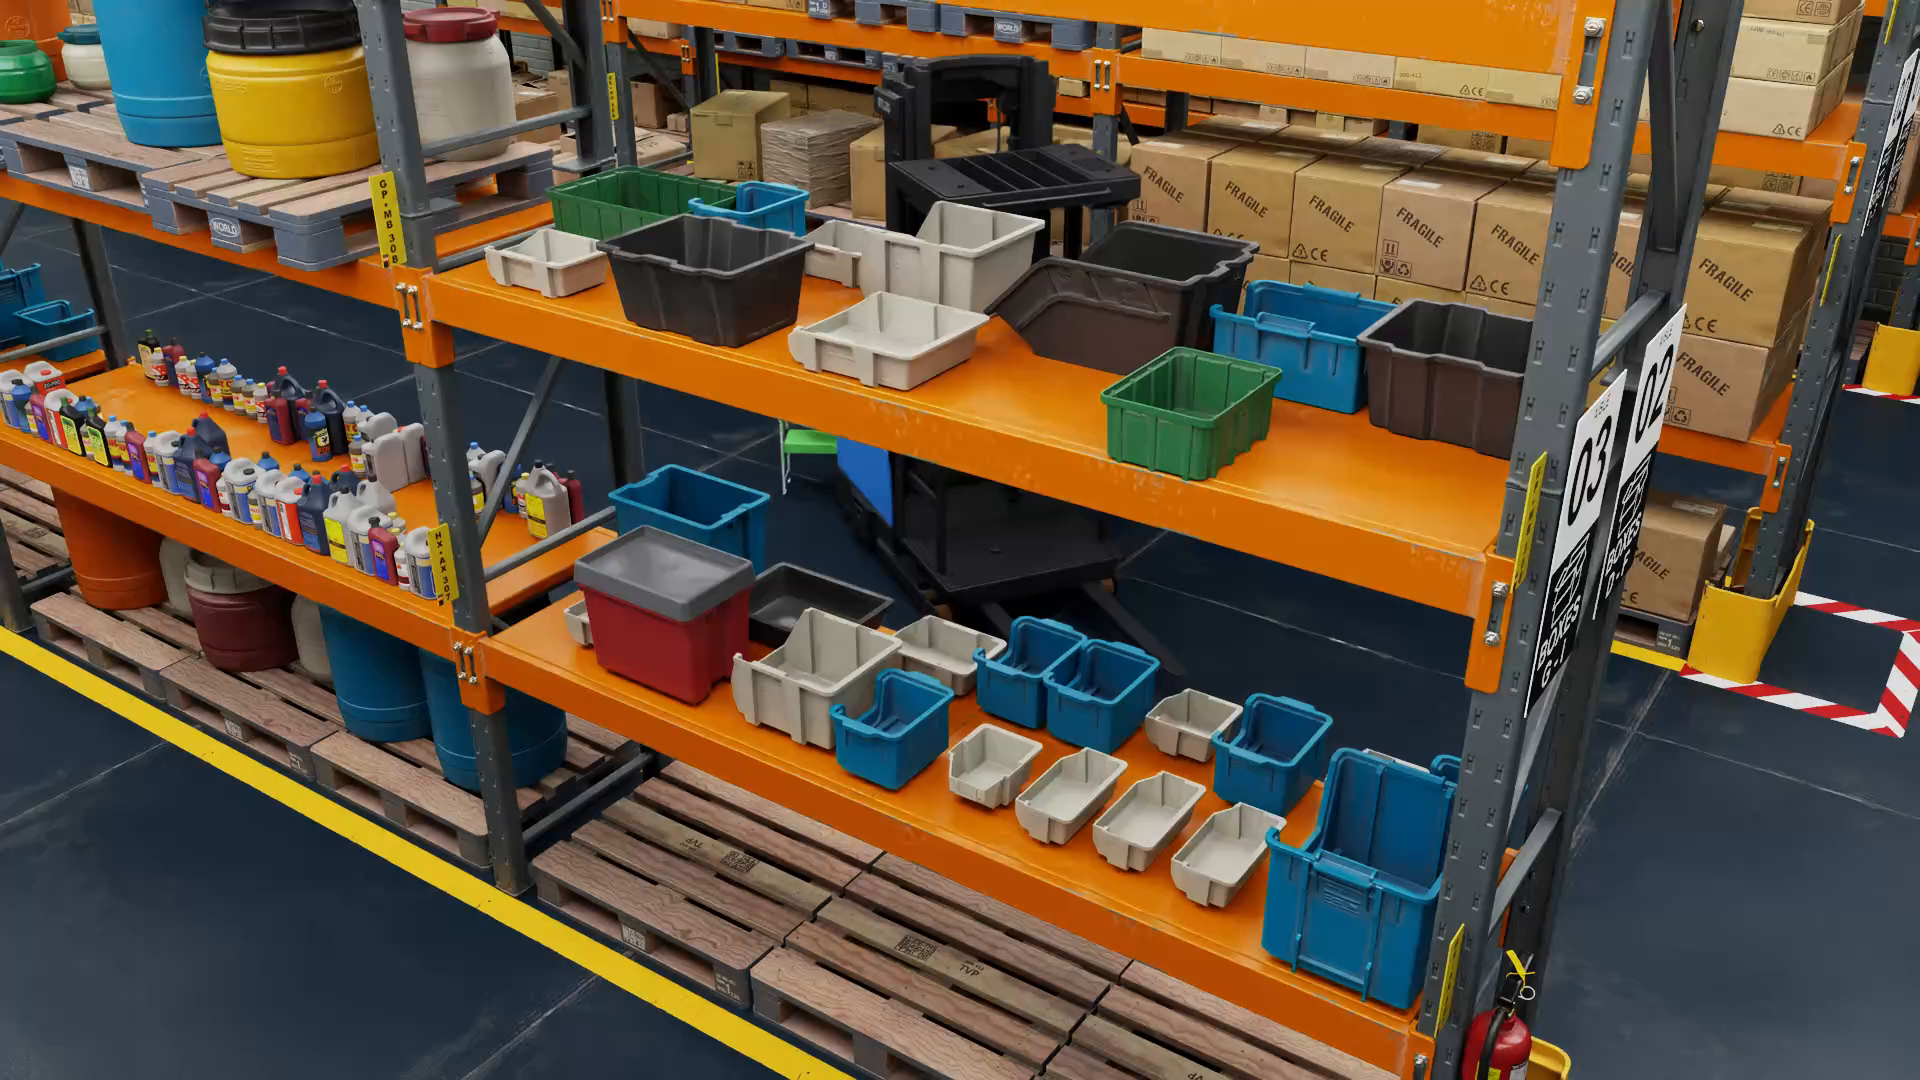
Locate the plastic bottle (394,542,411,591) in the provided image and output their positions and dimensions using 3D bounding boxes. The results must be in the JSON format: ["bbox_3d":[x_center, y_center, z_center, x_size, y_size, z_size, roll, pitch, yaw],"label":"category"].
[{"bbox_3d":[-2.310,0.104,6.958,0.097,0.201,0.097,0,27,0],"label":"plastic bottle"}]

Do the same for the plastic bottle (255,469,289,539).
[{"bbox_3d":[-3.027,-0.168,7.409,0.135,0.276,0.152,17,32,30],"label":"plastic bottle"}]

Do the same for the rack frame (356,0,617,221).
[{"bbox_3d":[-1.691,-2.658,5.552,0.127,3.000,1.000,17,32,30],"label":"rack frame"}]

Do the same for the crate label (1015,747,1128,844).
[{"bbox_3d":[0.357,0.849,5.499,0.243,0.136,0.396,17,32,30],"label":"crate label"}]

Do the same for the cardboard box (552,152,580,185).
[{"bbox_3d":[-3.078,-2.878,12.876,0.250,0.149,0.380,17,32,30],"label":"cardboard box"}]

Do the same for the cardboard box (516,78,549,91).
[{"bbox_3d":[-4.984,-5.410,20.053,0.500,0.311,0.500,20,33,34],"label":"cardboard box"}]

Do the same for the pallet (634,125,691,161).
[{"bbox_3d":[-3.250,-4.659,19.173,1.213,0.211,1.003,17,32,30],"label":"pallet"}]

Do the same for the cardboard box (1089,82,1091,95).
[{"bbox_3d":[1.412,-4.255,15.559,0.250,0.149,0.380,17,32,30],"label":"cardboard box"}]

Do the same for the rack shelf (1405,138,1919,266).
[{"bbox_3d":[5.567,-2.854,13.345,4.000,0.370,1.077,17,32,30],"label":"rack shelf"}]

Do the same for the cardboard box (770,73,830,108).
[{"bbox_3d":[-1.695,-4.865,17.946,0.500,0.250,0.500,17,31,29],"label":"cardboard box"}]

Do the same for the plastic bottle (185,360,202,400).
[{"bbox_3d":[-4.058,-0.858,8.848,0.097,0.201,0.097,0,27,0],"label":"plastic bottle"}]

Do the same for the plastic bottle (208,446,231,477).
[{"bbox_3d":[-3.405,-0.302,7.678,0.097,0.271,0.097,0,27,0],"label":"plastic bottle"}]

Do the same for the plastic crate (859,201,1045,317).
[{"bbox_3d":[-0.046,-0.926,5.586,0.530,0.282,0.437,17,32,30],"label":"plastic crate"}]

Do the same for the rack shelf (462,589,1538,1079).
[{"bbox_3d":[-0.043,0.849,6.067,4.000,0.370,1.077,17,32,30],"label":"rack shelf"}]

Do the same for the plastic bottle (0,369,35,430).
[{"bbox_3d":[-4.815,-0.725,8.503,0.135,0.276,0.152,17,32,30],"label":"plastic bottle"}]

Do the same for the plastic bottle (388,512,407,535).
[{"bbox_3d":[-2.445,-0.022,7.205,0.097,0.201,0.097,0,27,0],"label":"plastic bottle"}]

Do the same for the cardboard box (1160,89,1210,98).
[{"bbox_3d":[2.145,-4.285,14.902,0.500,0.500,0.500,18,32,32],"label":"cardboard box"}]

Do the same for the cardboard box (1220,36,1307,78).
[{"bbox_3d":[1.787,-2.758,9.221,0.500,0.250,0.500,17,32,30],"label":"cardboard box"}]

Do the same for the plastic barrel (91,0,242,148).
[{"bbox_3d":[-3.185,-2.113,6.772,0.708,0.901,0.600,17,32,30],"label":"plastic barrel"}]

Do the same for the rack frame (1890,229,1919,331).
[{"bbox_3d":[7.215,-2.661,12.172,0.127,3.000,1.000,17,32,30],"label":"rack frame"}]

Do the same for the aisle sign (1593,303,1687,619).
[{"bbox_3d":[1.834,-0.209,4.487,0.004,0.787,0.394,17,32,30],"label":"aisle sign"}]

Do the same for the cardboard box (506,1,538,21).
[{"bbox_3d":[-4.898,-6.207,19.283,0.500,0.250,0.500,17,31,30],"label":"cardboard box"}]

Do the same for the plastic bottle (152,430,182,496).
[{"bbox_3d":[-3.671,-0.369,7.804,0.135,0.276,0.152,17,32,30],"label":"plastic bottle"}]

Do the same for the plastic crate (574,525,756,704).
[{"bbox_3d":[-1.097,0.283,6.250,0.583,0.464,0.402,17,32,30],"label":"plastic crate"}]

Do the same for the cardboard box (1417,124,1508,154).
[{"bbox_3d":[4.356,-3.677,13.837,0.700,0.700,0.980,18,32,31],"label":"cardboard box"}]

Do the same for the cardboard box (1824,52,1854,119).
[{"bbox_3d":[4.134,-2.305,8.331,0.500,0.250,0.500,17,32,30],"label":"cardboard box"}]

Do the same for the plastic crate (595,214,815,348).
[{"bbox_3d":[-0.822,-0.842,5.434,0.590,0.269,0.497,17,32,30],"label":"plastic crate"}]

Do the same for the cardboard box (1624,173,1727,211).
[{"bbox_3d":[3.762,-1.643,8.958,0.500,0.500,0.500,18,32,31],"label":"cardboard box"}]

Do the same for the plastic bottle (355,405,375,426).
[{"bbox_3d":[-2.891,-0.526,8.118,0.097,0.271,0.097,0,27,0],"label":"plastic bottle"}]

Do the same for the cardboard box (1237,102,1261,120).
[{"bbox_3d":[2.655,-3.839,14.742,0.250,0.149,0.380,17,32,30],"label":"cardboard box"}]

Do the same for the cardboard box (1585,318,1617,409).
[{"bbox_3d":[3.461,-0.998,8.794,0.500,0.500,0.500,18,32,31],"label":"cardboard box"}]

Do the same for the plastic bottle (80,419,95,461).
[{"bbox_3d":[-4.243,-0.498,8.141,0.097,0.201,0.097,0,27,0],"label":"plastic bottle"}]

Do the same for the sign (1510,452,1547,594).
[{"bbox_3d":[1.308,-0.038,3.826,0.005,0.325,0.100,17,32,30],"label":"sign"}]

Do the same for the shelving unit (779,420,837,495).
[{"bbox_3d":[-0.893,-0.880,10.656,0.503,1.200,0.258,1,27,3],"label":"shelving unit"}]

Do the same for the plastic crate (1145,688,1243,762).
[{"bbox_3d":[0.812,0.659,5.872,0.298,0.136,0.250,17,32,30],"label":"plastic crate"}]

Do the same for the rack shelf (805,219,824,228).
[{"bbox_3d":[-0.532,-2.029,11.722,4.000,0.370,1.077,17,32,30],"label":"rack shelf"}]

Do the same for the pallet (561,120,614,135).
[{"bbox_3d":[-4.260,-4.972,19.788,1.213,0.211,1.003,17,32,30],"label":"pallet"}]

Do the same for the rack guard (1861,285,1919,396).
[{"bbox_3d":[7.235,-1.541,12.727,0.348,0.500,1.175,17,32,30],"label":"rack guard"}]

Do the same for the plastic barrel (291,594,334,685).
[{"bbox_3d":[-3.128,0.431,8.377,0.421,0.512,0.421,0,27,0],"label":"plastic barrel"}]

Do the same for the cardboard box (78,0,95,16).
[{"bbox_3d":[-7.917,-5.269,15.755,0.500,0.500,0.700,16,31,29],"label":"cardboard box"}]

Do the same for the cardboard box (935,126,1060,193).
[{"bbox_3d":[0.250,-2.426,11.136,0.500,0.500,0.700,23,35,38],"label":"cardboard box"}]

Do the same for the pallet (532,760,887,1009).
[{"bbox_3d":[-1.063,1.432,7.203,1.213,0.211,1.003,17,32,30],"label":"pallet"}]

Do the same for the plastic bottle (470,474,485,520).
[{"bbox_3d":[-2.214,-0.200,7.555,0.097,0.201,0.097,0,27,0],"label":"plastic bottle"}]

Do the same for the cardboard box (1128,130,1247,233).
[{"bbox_3d":[1.346,-2.100,9.856,0.500,0.500,0.500,18,32,32],"label":"cardboard box"}]

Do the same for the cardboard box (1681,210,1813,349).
[{"bbox_3d":[3.891,-1.310,8.305,0.500,0.500,0.500,17,32,30],"label":"cardboard box"}]

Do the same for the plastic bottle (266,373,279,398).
[{"bbox_3d":[-3.471,-0.722,8.490,0.133,0.283,0.061,17,32,30],"label":"plastic bottle"}]

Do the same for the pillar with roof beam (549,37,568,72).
[{"bbox_3d":[-7.344,-7.978,16.005,0.400,9.000,9.100,17,32,30],"label":"pillar with roof beam"}]

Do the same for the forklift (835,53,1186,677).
[{"bbox_3d":[0.250,-1.004,8.991,1.130,2.935,3.031,-11,29,-20],"label":"forklift"}]

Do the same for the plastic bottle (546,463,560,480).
[{"bbox_3d":[-1.862,-0.221,7.505,0.133,0.283,0.061,17,32,30],"label":"plastic bottle"}]

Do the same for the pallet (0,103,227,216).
[{"bbox_3d":[-3.329,-1.692,7.169,1.213,0.211,1.003,17,32,30],"label":"pallet"}]

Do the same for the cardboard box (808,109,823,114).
[{"bbox_3d":[-1.208,-4.382,17.824,0.500,0.500,0.700,18,32,31],"label":"cardboard box"}]
